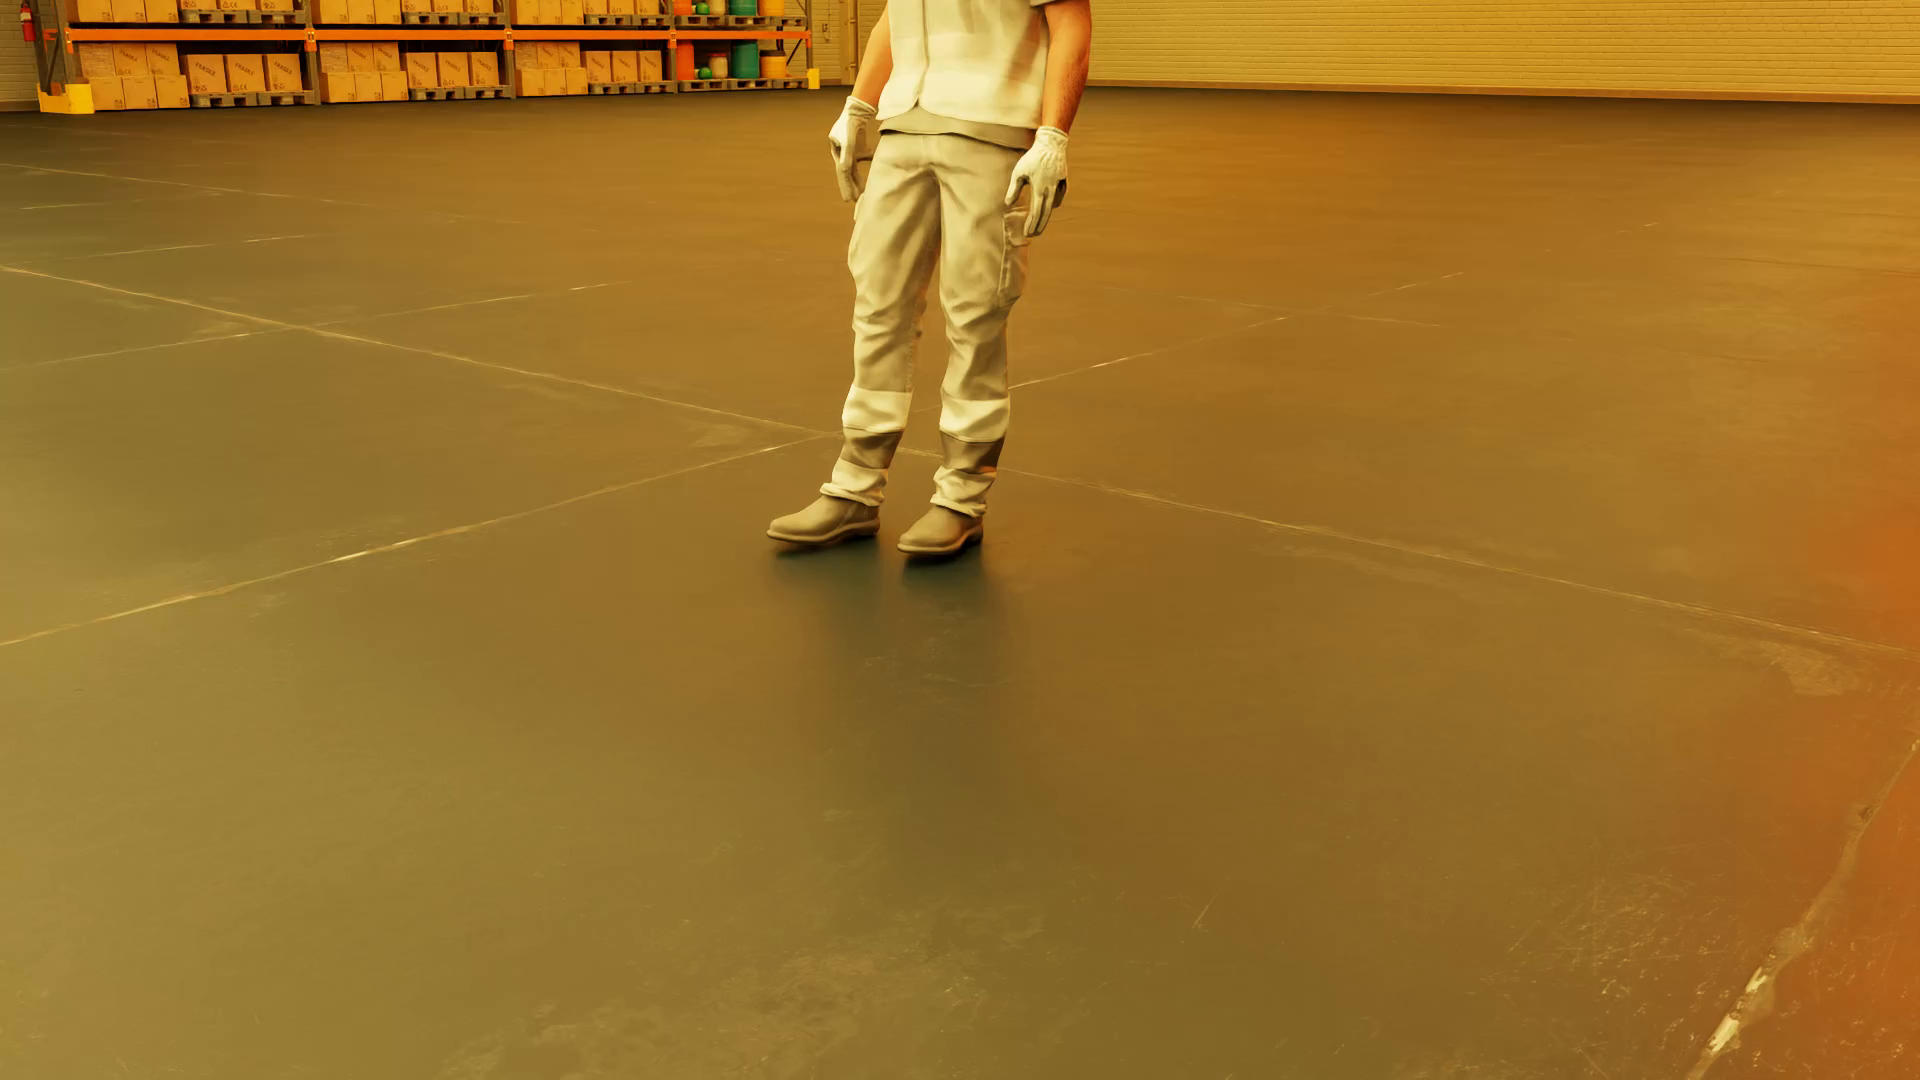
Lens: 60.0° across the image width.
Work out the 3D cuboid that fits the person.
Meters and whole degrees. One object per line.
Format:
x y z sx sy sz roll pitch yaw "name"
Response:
-0.061 -0.847 3.628 0.637 1.790 0.562 13 21 37 "person"
